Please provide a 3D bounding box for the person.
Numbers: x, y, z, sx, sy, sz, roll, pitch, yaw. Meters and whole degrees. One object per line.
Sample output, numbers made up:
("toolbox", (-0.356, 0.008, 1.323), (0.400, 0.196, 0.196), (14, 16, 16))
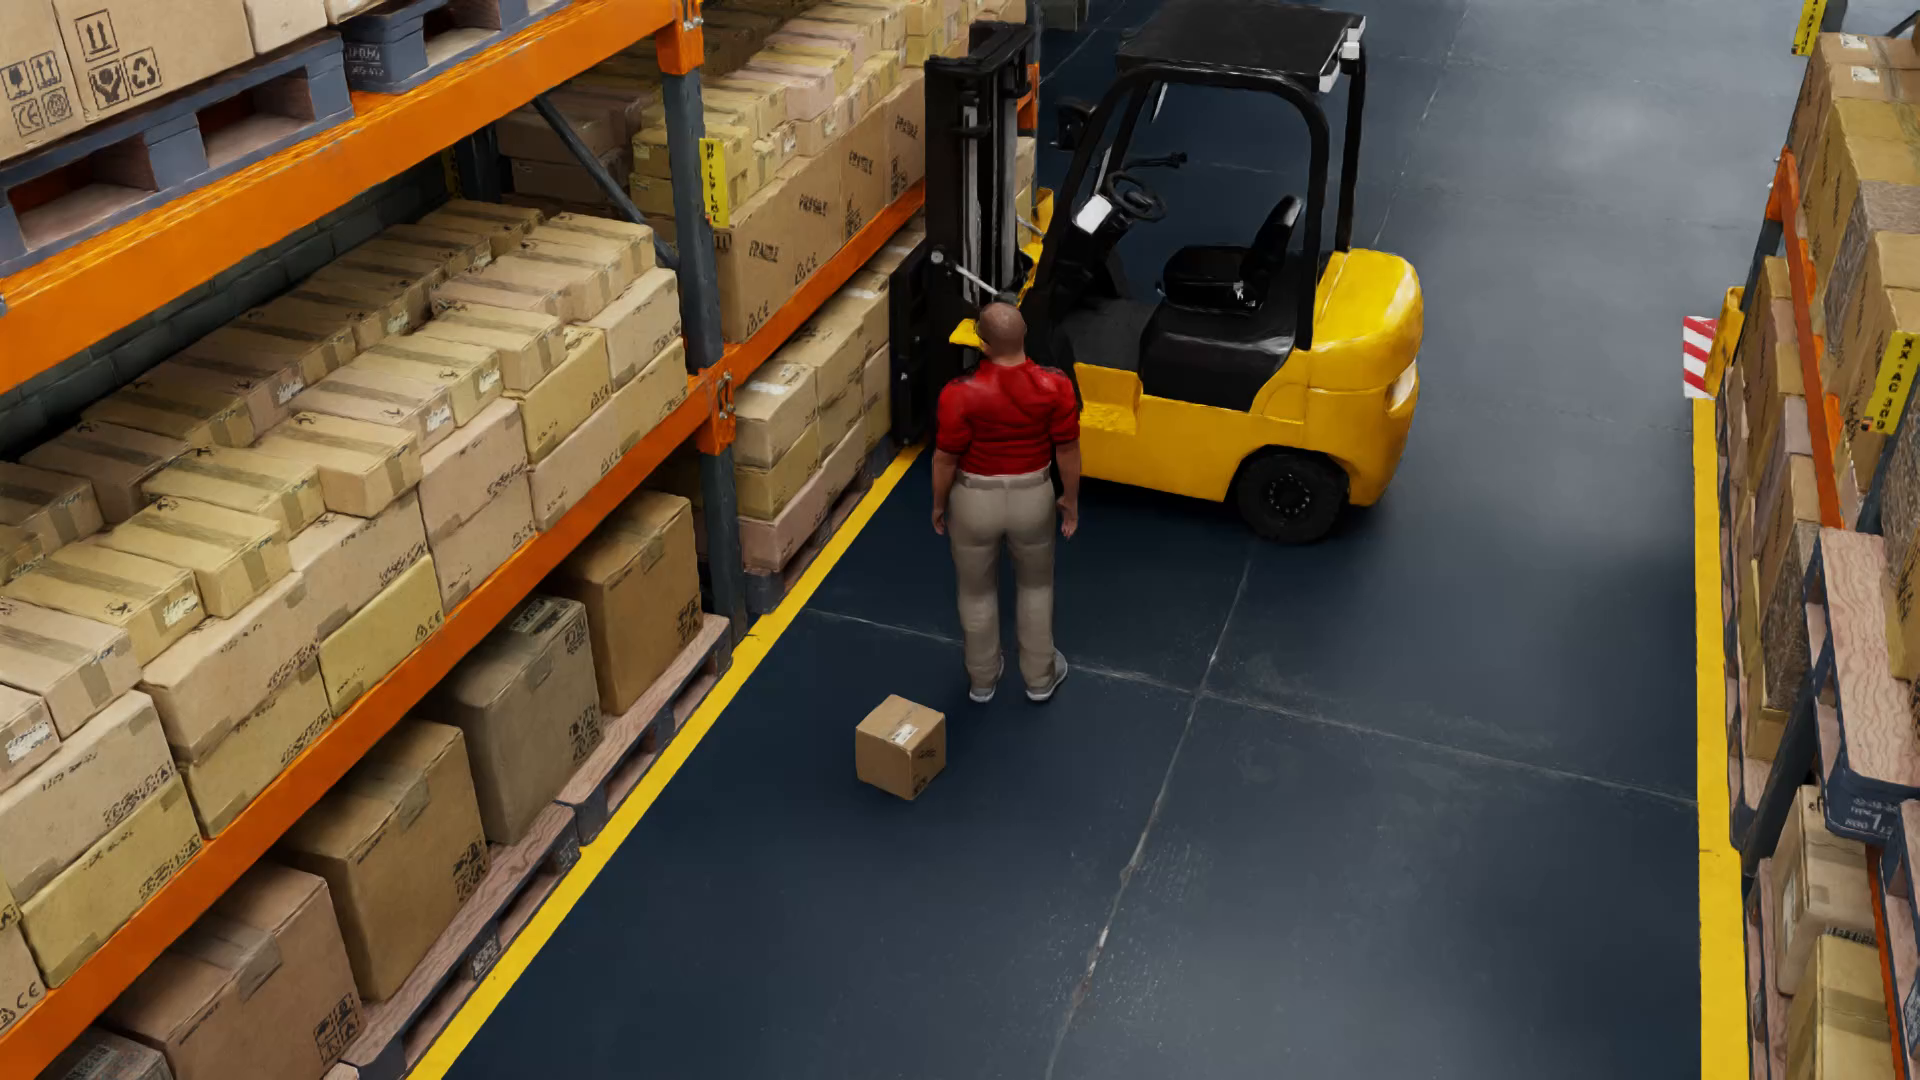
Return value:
("person", (0.170, -0.144, 6.369), (0.571, 1.725, 0.364), (-4, 33, -6))
